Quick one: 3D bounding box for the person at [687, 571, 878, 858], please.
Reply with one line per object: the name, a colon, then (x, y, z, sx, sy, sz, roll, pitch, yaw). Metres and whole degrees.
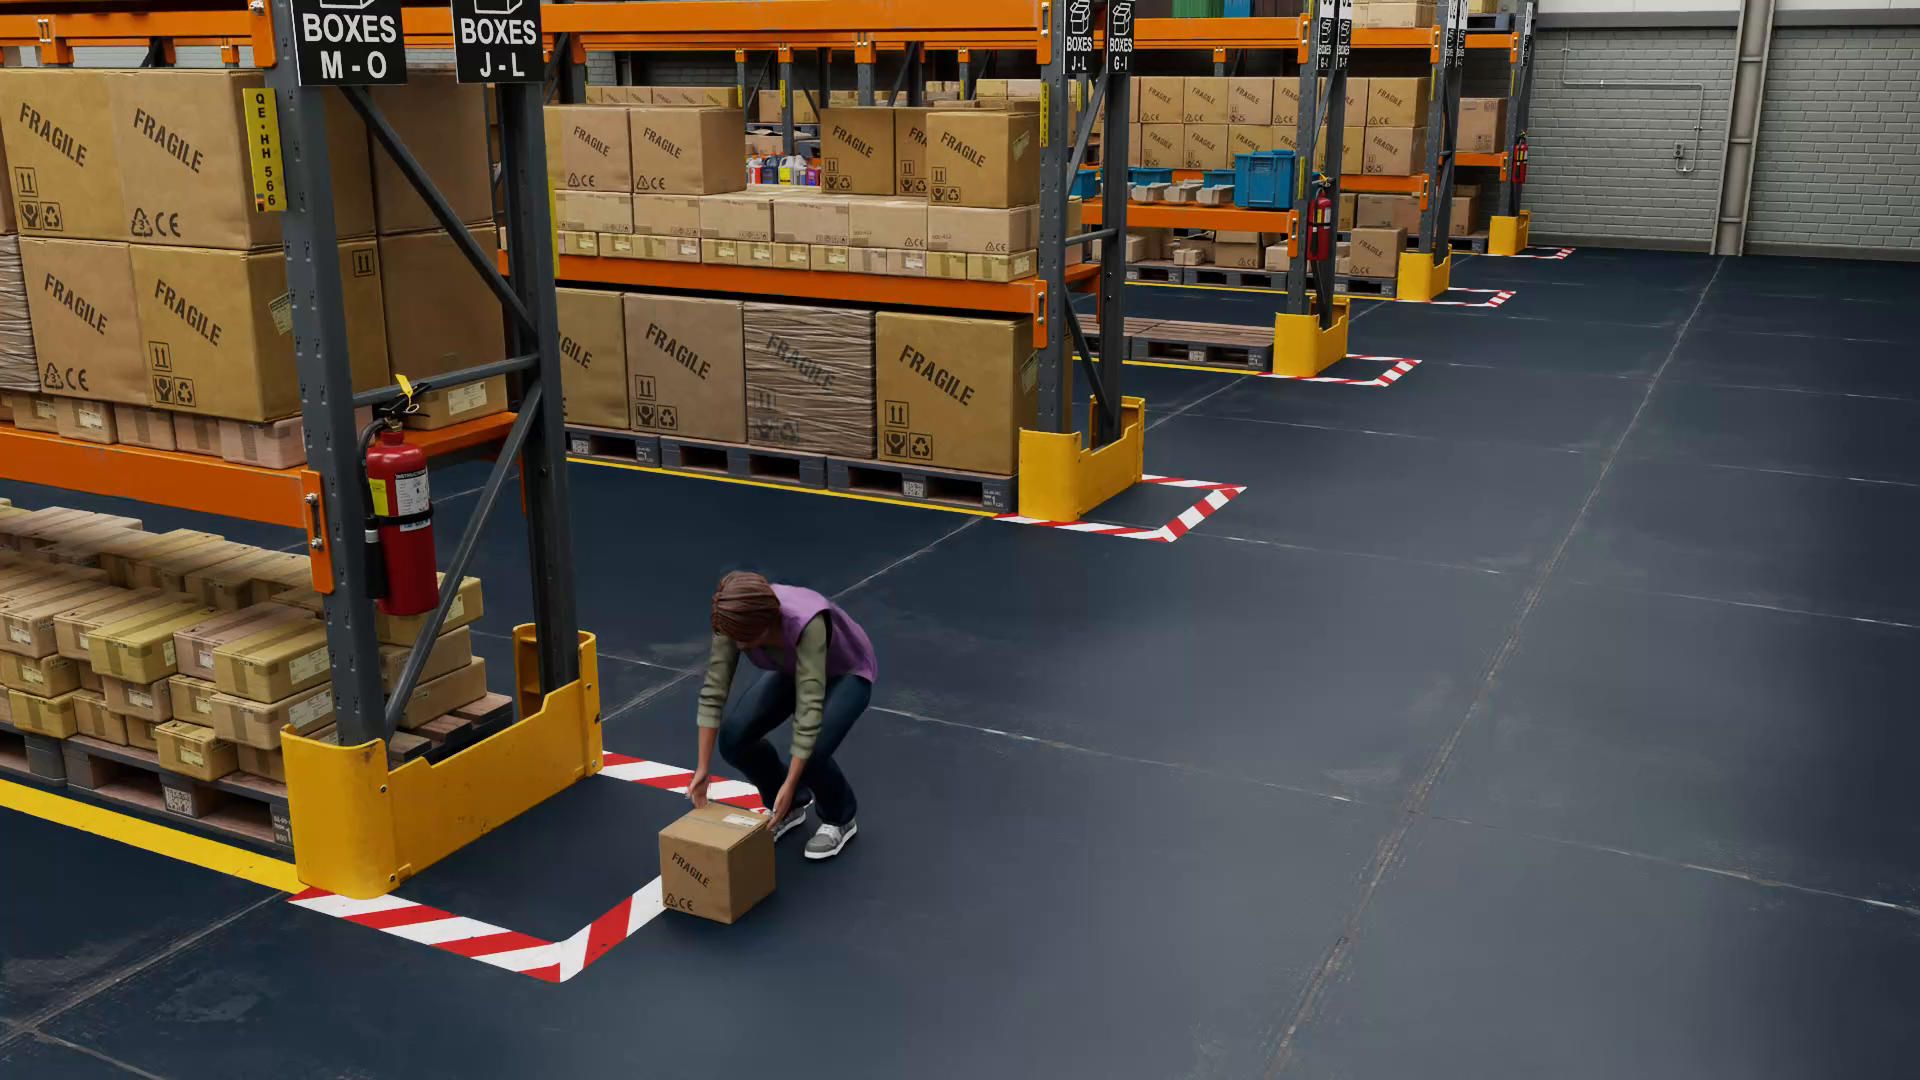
person: (-0.533, 0.525, 5.270, 0.458, 1.022, 0.757, 9, 18, 29)
